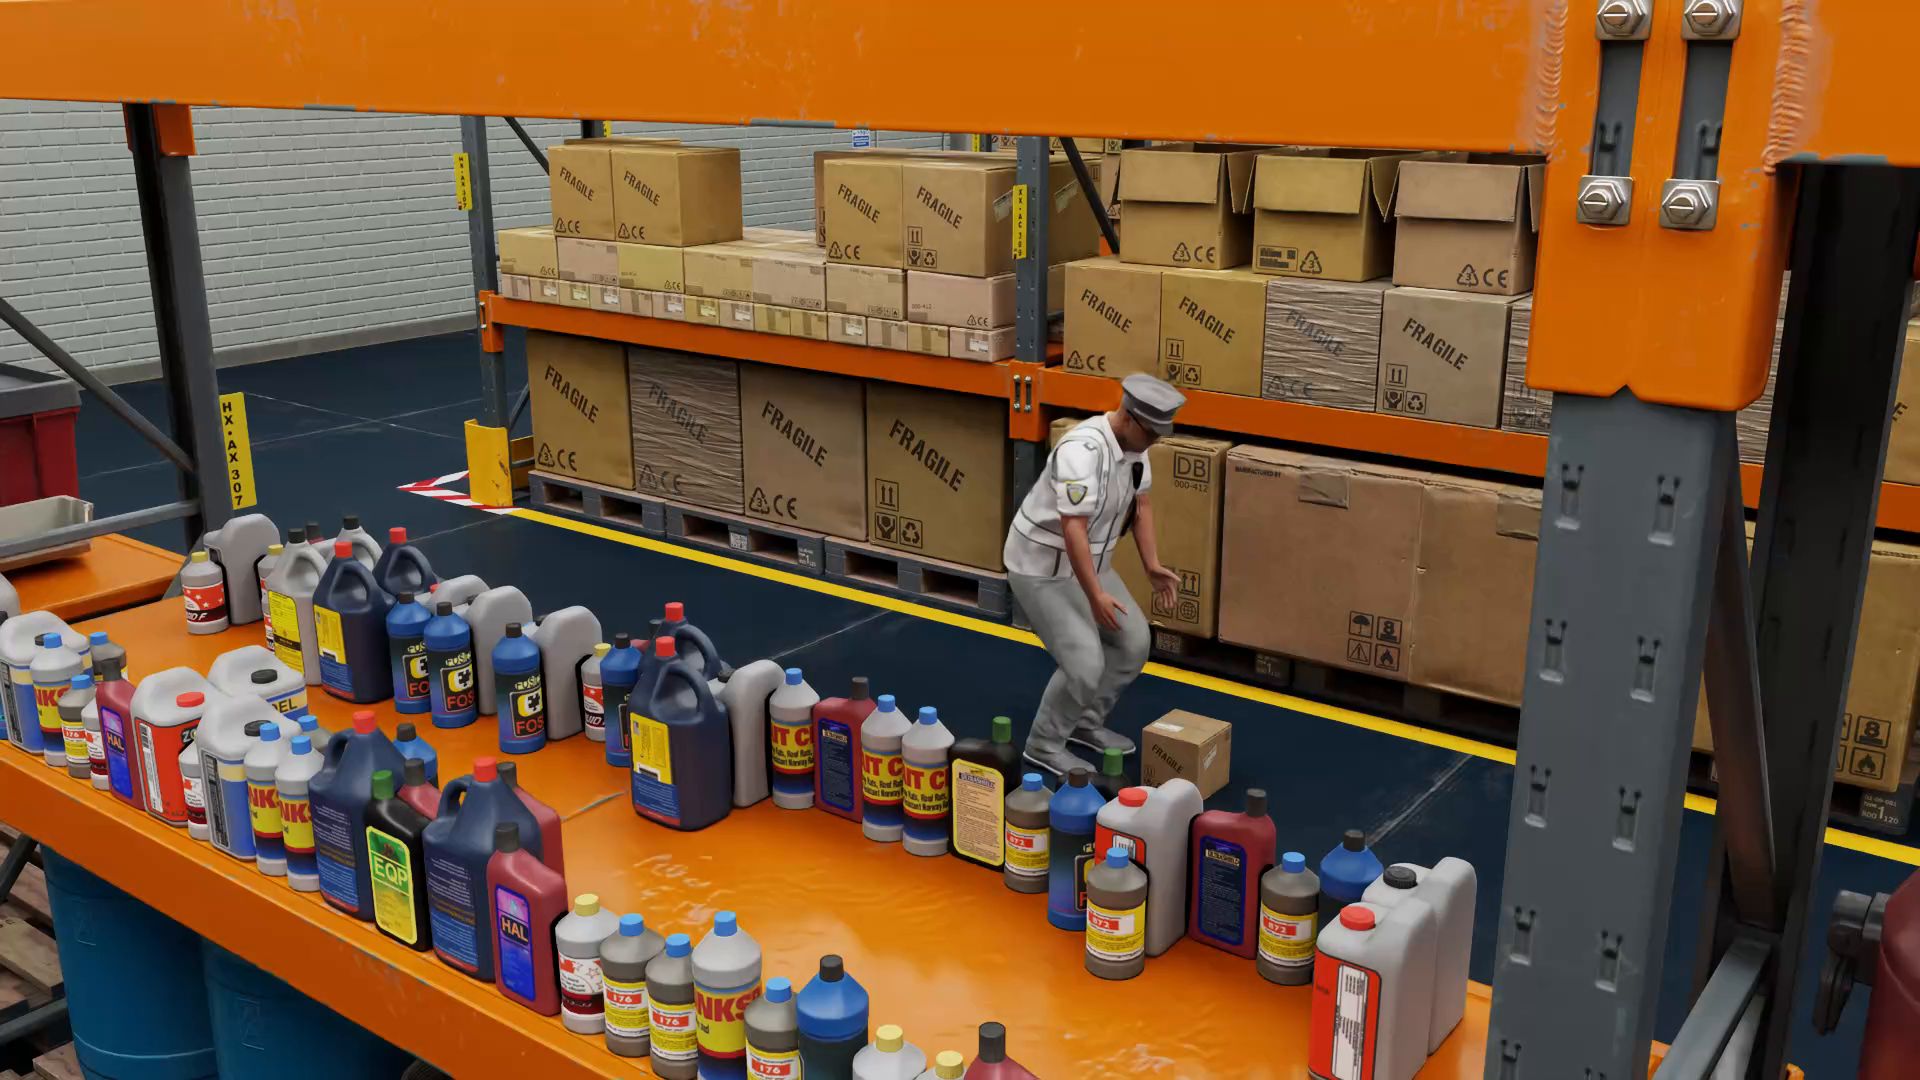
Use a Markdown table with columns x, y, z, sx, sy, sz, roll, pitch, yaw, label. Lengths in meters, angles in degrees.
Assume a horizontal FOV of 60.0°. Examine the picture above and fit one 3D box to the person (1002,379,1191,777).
| x | y | z | sx | sy | sz | roll | pitch | yaw | label |
| --- | --- | --- | --- | --- | --- | --- | --- | --- | --- |
| 0.535 | 0.134 | 6.454 | 0.706 | 1.548 | 0.586 | 12 | 20 | 35 | person |
